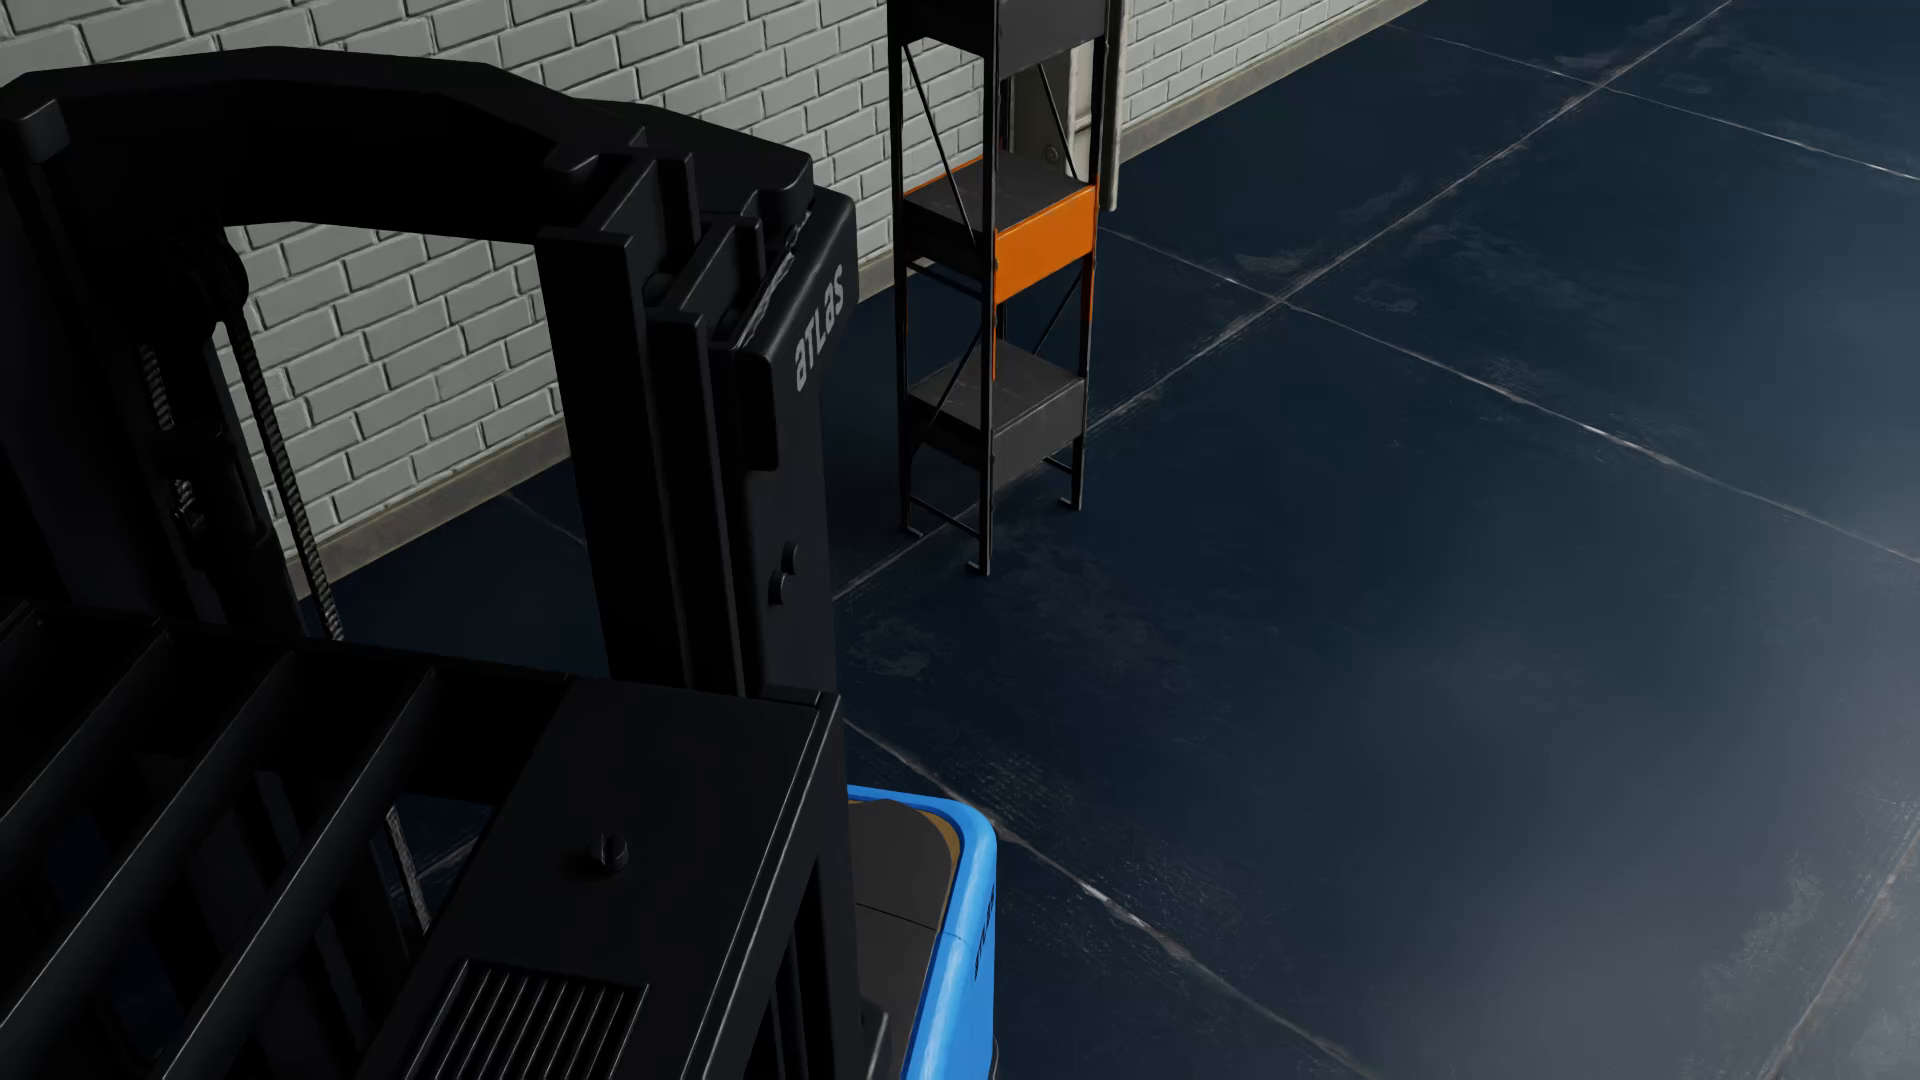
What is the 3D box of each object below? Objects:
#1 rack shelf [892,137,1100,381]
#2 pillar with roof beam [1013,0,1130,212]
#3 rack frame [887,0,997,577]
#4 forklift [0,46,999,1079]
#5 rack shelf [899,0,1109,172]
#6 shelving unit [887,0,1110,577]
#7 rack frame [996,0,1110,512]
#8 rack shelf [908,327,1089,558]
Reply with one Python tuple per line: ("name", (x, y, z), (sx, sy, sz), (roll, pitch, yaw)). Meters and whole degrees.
("rack shelf", (0.112, -0.887, 5.201), (0.431, 0.518, 0.480), (30, 47, 32))
("pillar with roof beam", (3.658, -3.222, 2.571), (9.100, 9.000, 0.400), (30, 47, 32))
("rack frame", (-0.053, -0.786, 5.051), (0.400, 2.100, 0.015), (30, 47, 32))
("forklift", (-0.701, 1.070, 2.050), (1.130, 2.935, 3.031), (7, 39, 9))
("rack shelf", (0.112, -1.435, 4.765), (0.431, 0.518, 0.480), (30, 47, 32))
("shelving unit", (0.112, -0.898, 5.192), (0.431, 2.100, 0.503), (30, 47, 32))
("rack frame", (0.276, -1.010, 5.333), (0.400, 2.100, 0.015), (30, 47, 32))
("rack shelf", (0.112, -0.339, 5.636), (0.431, 0.518, 0.480), (30, 47, 32))
